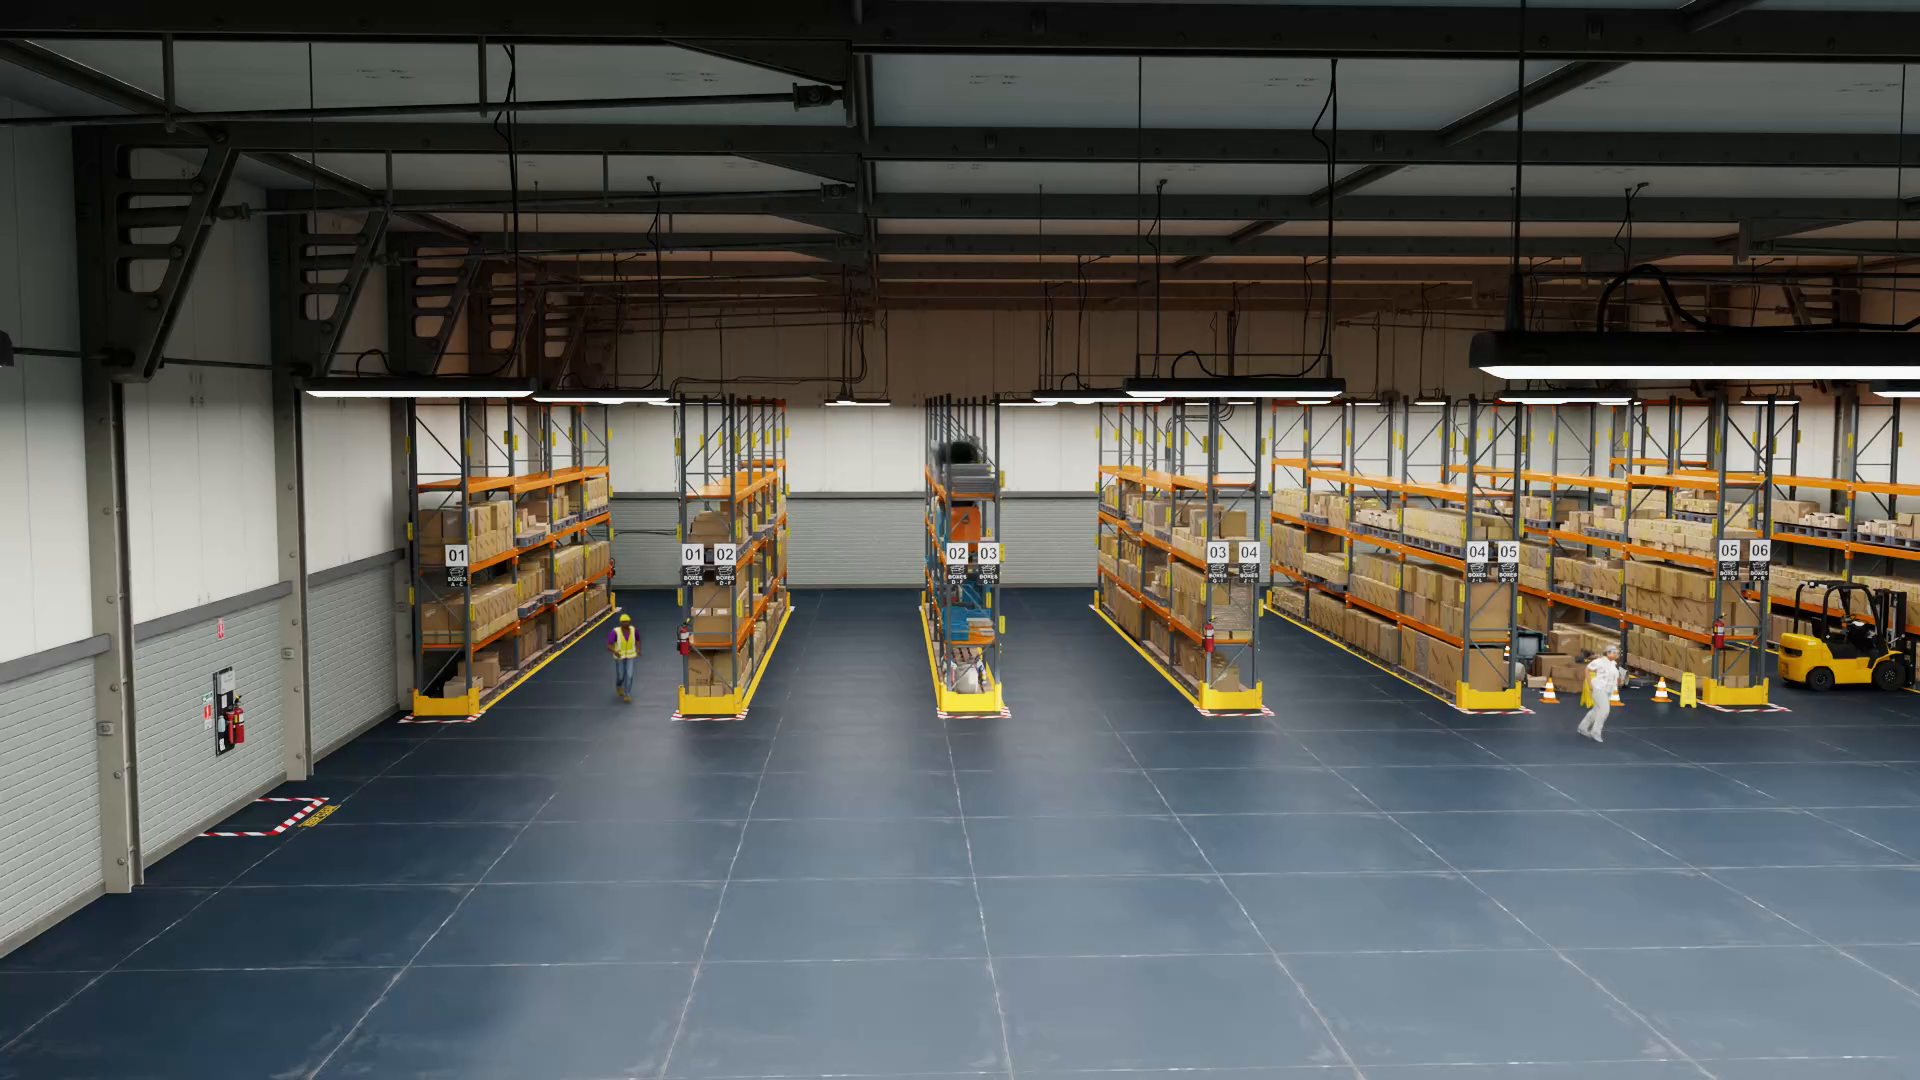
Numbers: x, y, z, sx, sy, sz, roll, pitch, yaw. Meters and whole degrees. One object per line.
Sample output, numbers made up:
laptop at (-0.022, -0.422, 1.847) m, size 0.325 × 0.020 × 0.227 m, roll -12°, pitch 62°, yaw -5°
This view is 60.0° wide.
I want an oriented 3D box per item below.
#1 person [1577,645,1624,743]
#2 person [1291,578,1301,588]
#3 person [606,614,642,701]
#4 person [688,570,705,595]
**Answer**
person at (11.074, 2.632, 28.772) m, size 0.746 × 1.630 × 0.758 m, roll -3°, pitch 6°, yaw -36°
person at (10.077, 1.065, 48.785) m, size 0.643 × 1.655 × 0.624 m, roll 0°, pitch 5°, yaw 4°
person at (-6.611, 2.297, 32.691) m, size 0.697 × 1.714 × 0.767 m, roll -2°, pitch 5°, yaw -20°
person at (-7.816, 1.000, 49.916) m, size 0.786 × 1.640 × 0.621 m, roll 1°, pitch 5°, yaw 18°
